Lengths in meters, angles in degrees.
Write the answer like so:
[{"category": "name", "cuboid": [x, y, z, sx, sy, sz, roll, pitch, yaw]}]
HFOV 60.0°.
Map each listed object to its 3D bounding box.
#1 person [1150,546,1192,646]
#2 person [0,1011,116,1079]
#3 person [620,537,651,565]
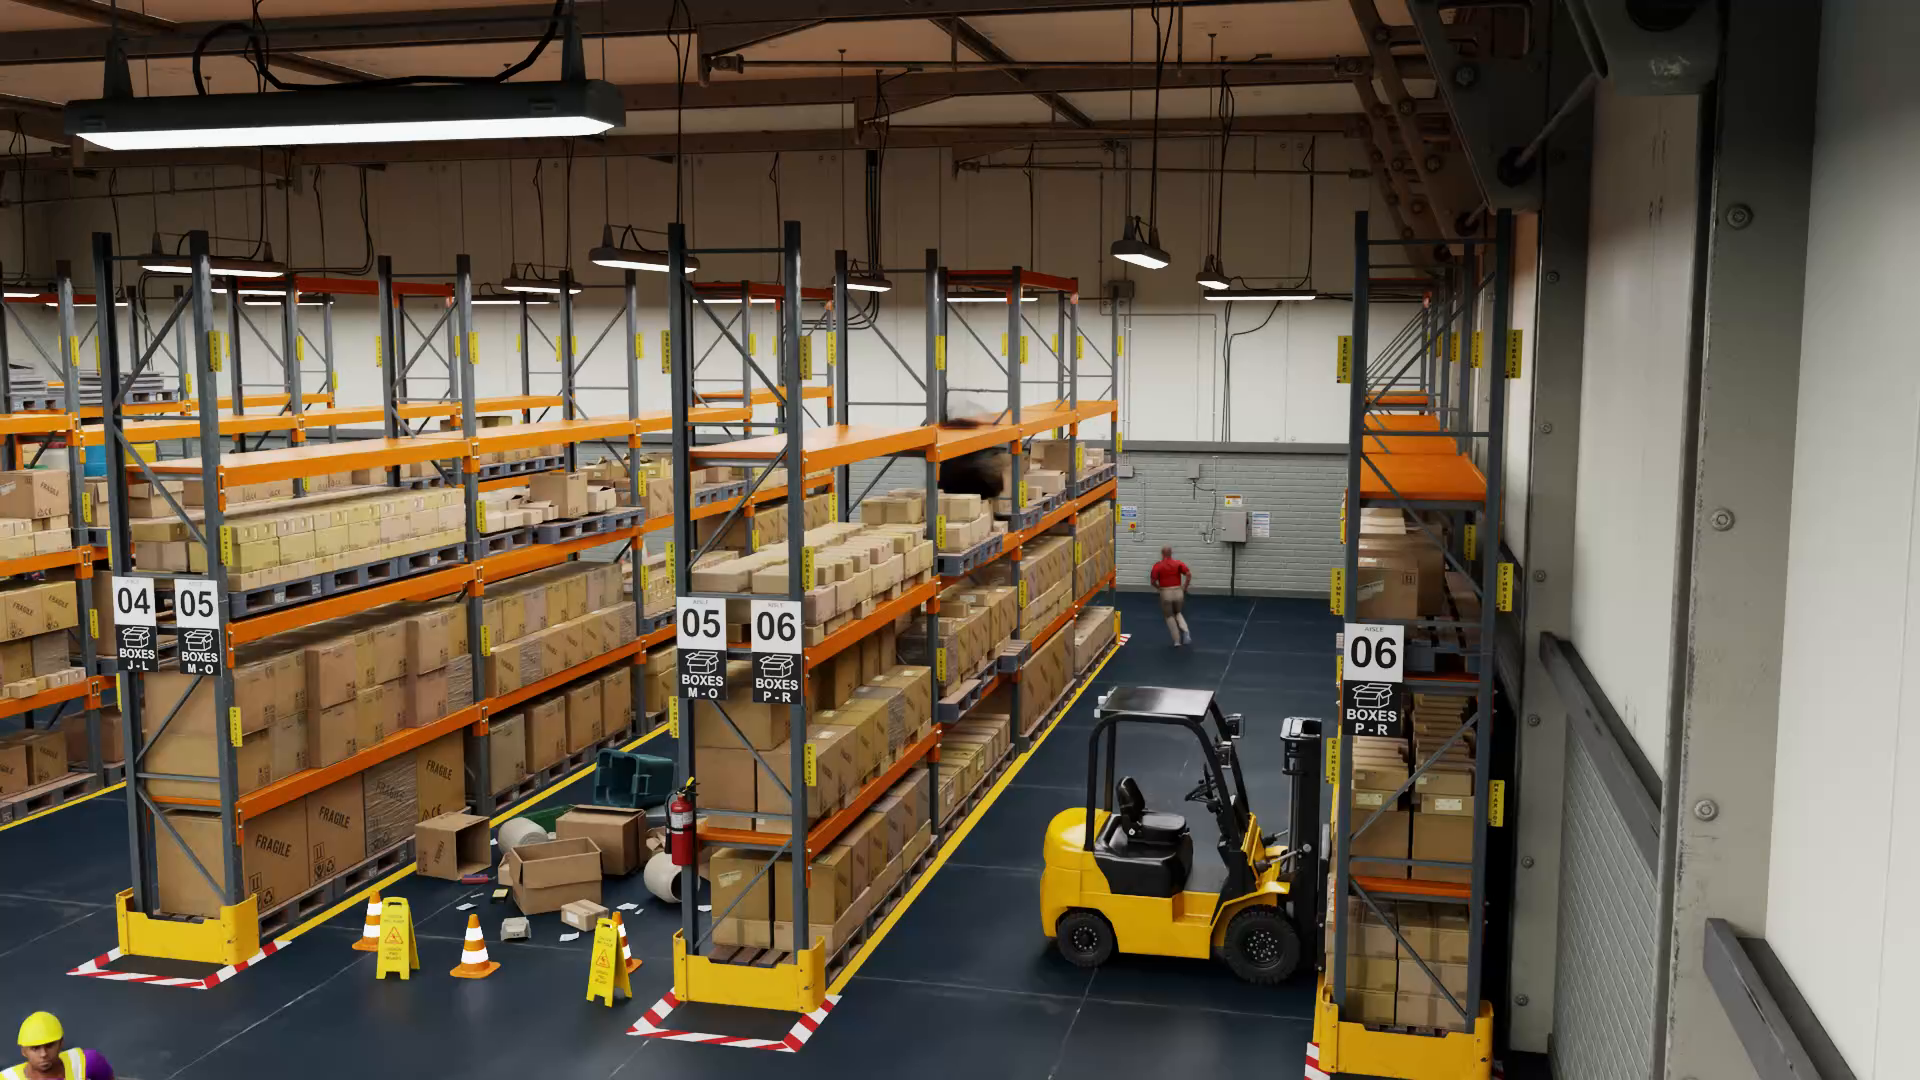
[{"category": "person", "cuboid": [3.518, 0.945, 27.940, 0.684, 1.707, 0.569, -1, 7, -9]}, {"category": "person", "cuboid": [-4.700, 3.252, 8.588, 0.682, 1.755, 0.957, -5, 8, -33]}, {"category": "person", "cuboid": [-5.886, 0.603, 30.480, 0.748, 1.716, 0.618, -4, 8, -30]}]
